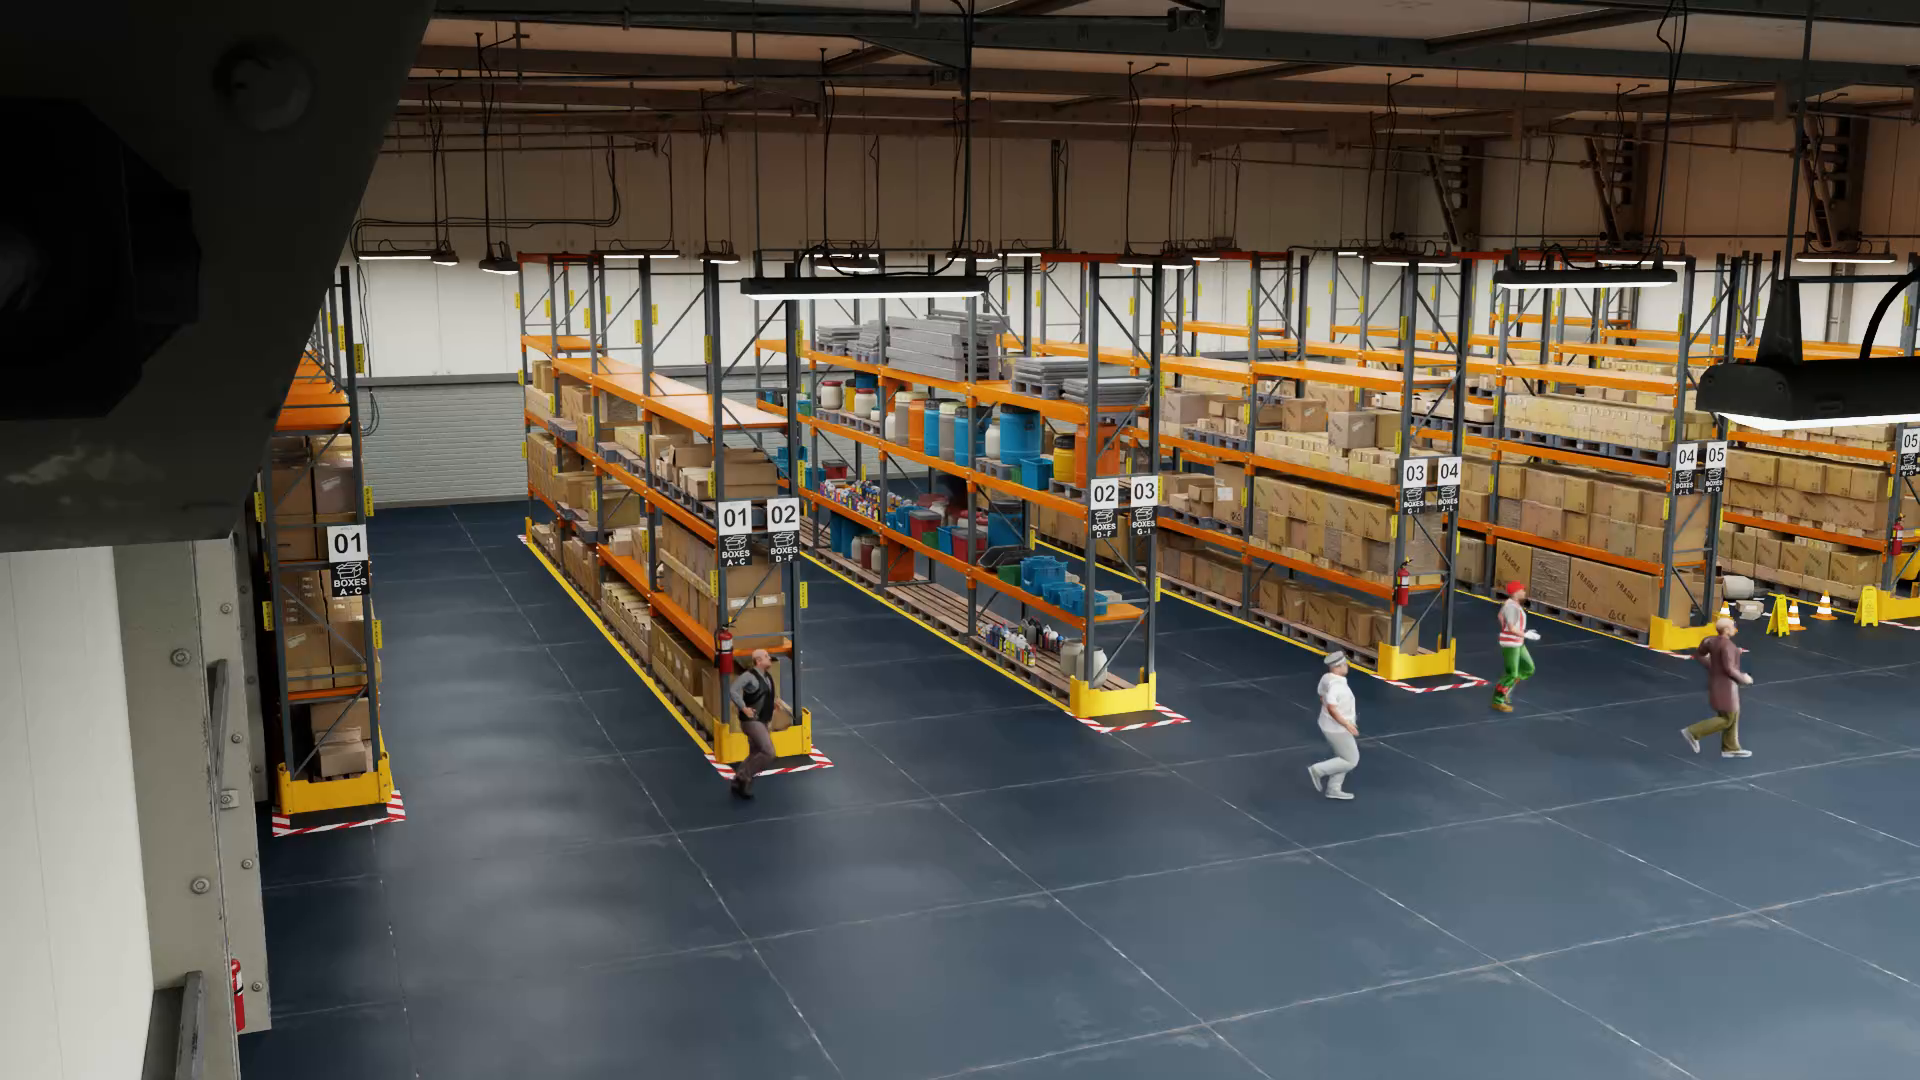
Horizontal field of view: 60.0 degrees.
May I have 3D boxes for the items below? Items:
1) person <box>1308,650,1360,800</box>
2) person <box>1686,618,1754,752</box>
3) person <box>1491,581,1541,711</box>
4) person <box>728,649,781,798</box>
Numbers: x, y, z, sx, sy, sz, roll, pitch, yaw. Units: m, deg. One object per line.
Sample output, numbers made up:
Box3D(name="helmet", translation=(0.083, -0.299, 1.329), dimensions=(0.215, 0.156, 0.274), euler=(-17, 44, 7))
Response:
Box3D(name="person", translation=(4.220, 2.102, 18.794), dimensions=(0.602, 1.731, 0.664), euler=(0, 10, -1))
Box3D(name="person", translation=(9.218, 1.768, 20.238), dimensions=(0.733, 1.679, 0.720), euler=(0, 10, 0))
Box3D(name="person", translation=(7.506, 1.419, 22.420), dimensions=(0.620, 1.762, 0.684), euler=(5, 12, 26))
Box3D(name="person", translation=(-2.315, 2.086, 19.025), dimensions=(0.576, 1.687, 0.687), euler=(3, 11, 15))
